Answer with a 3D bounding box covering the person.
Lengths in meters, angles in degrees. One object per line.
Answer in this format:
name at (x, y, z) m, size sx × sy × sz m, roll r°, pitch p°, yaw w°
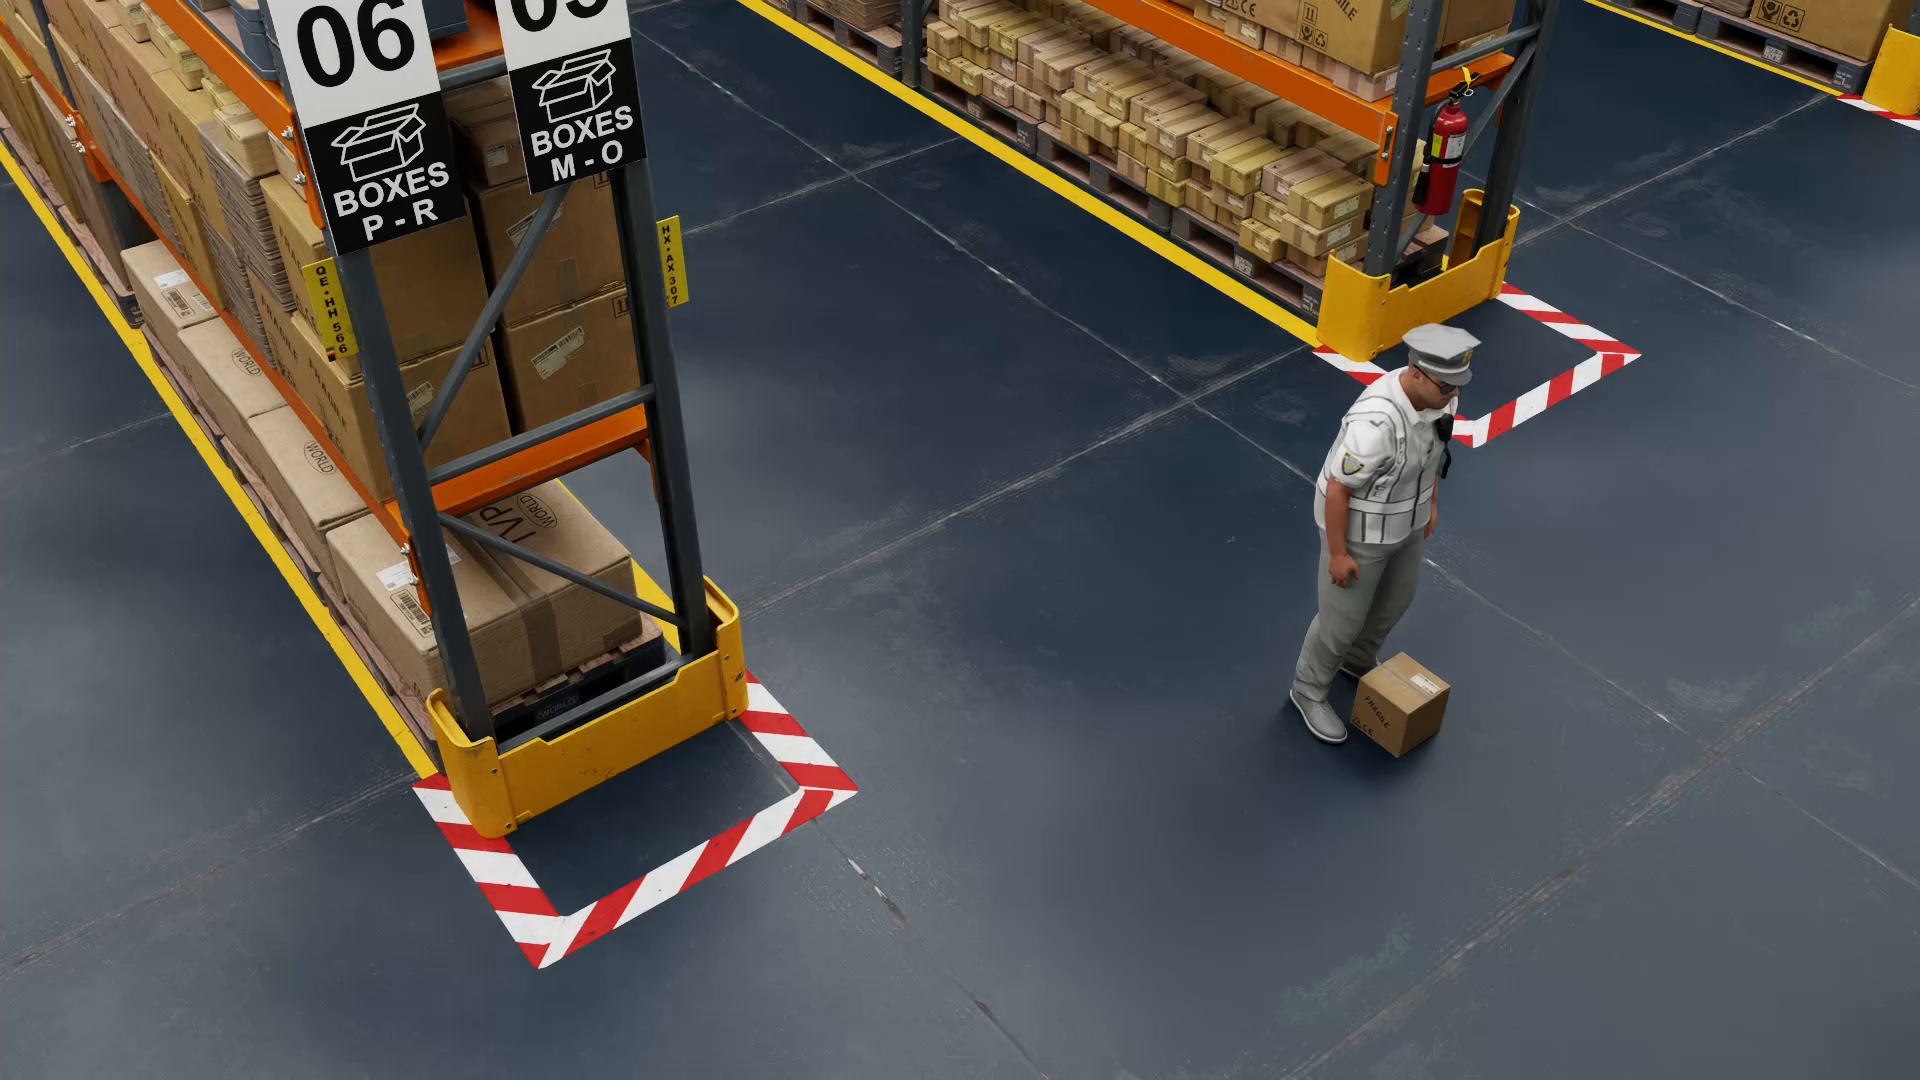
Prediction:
person at (1.562, -0.063, 6.226) m, size 0.591 × 1.748 × 0.435 m, roll -27°, pitch 47°, yaw -28°
